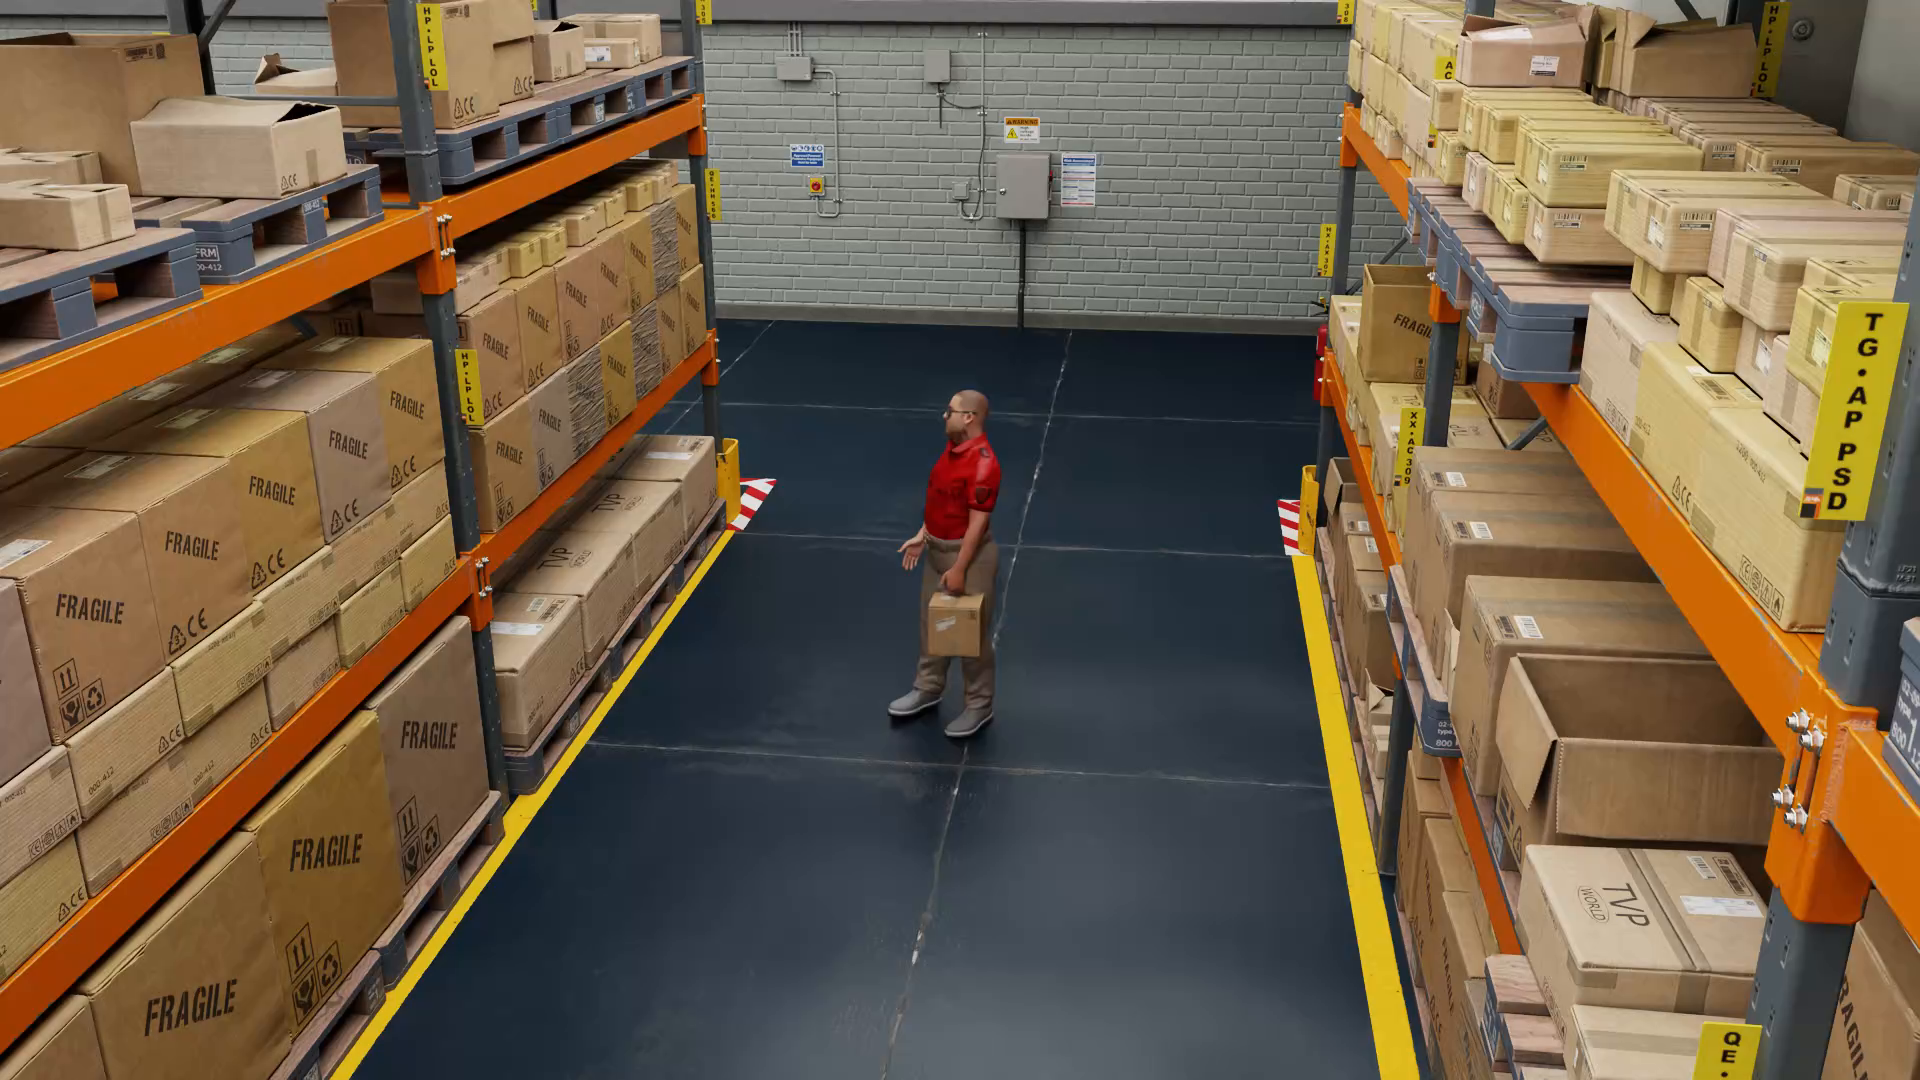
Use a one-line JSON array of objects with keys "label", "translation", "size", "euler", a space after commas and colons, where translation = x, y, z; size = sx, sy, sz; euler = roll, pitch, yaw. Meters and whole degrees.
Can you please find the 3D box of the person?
[{"label": "person", "translation": [-0.023, -0.232, 8.142], "size": [0.428, 0.997, 0.532], "euler": [-9, 23, -22]}]
